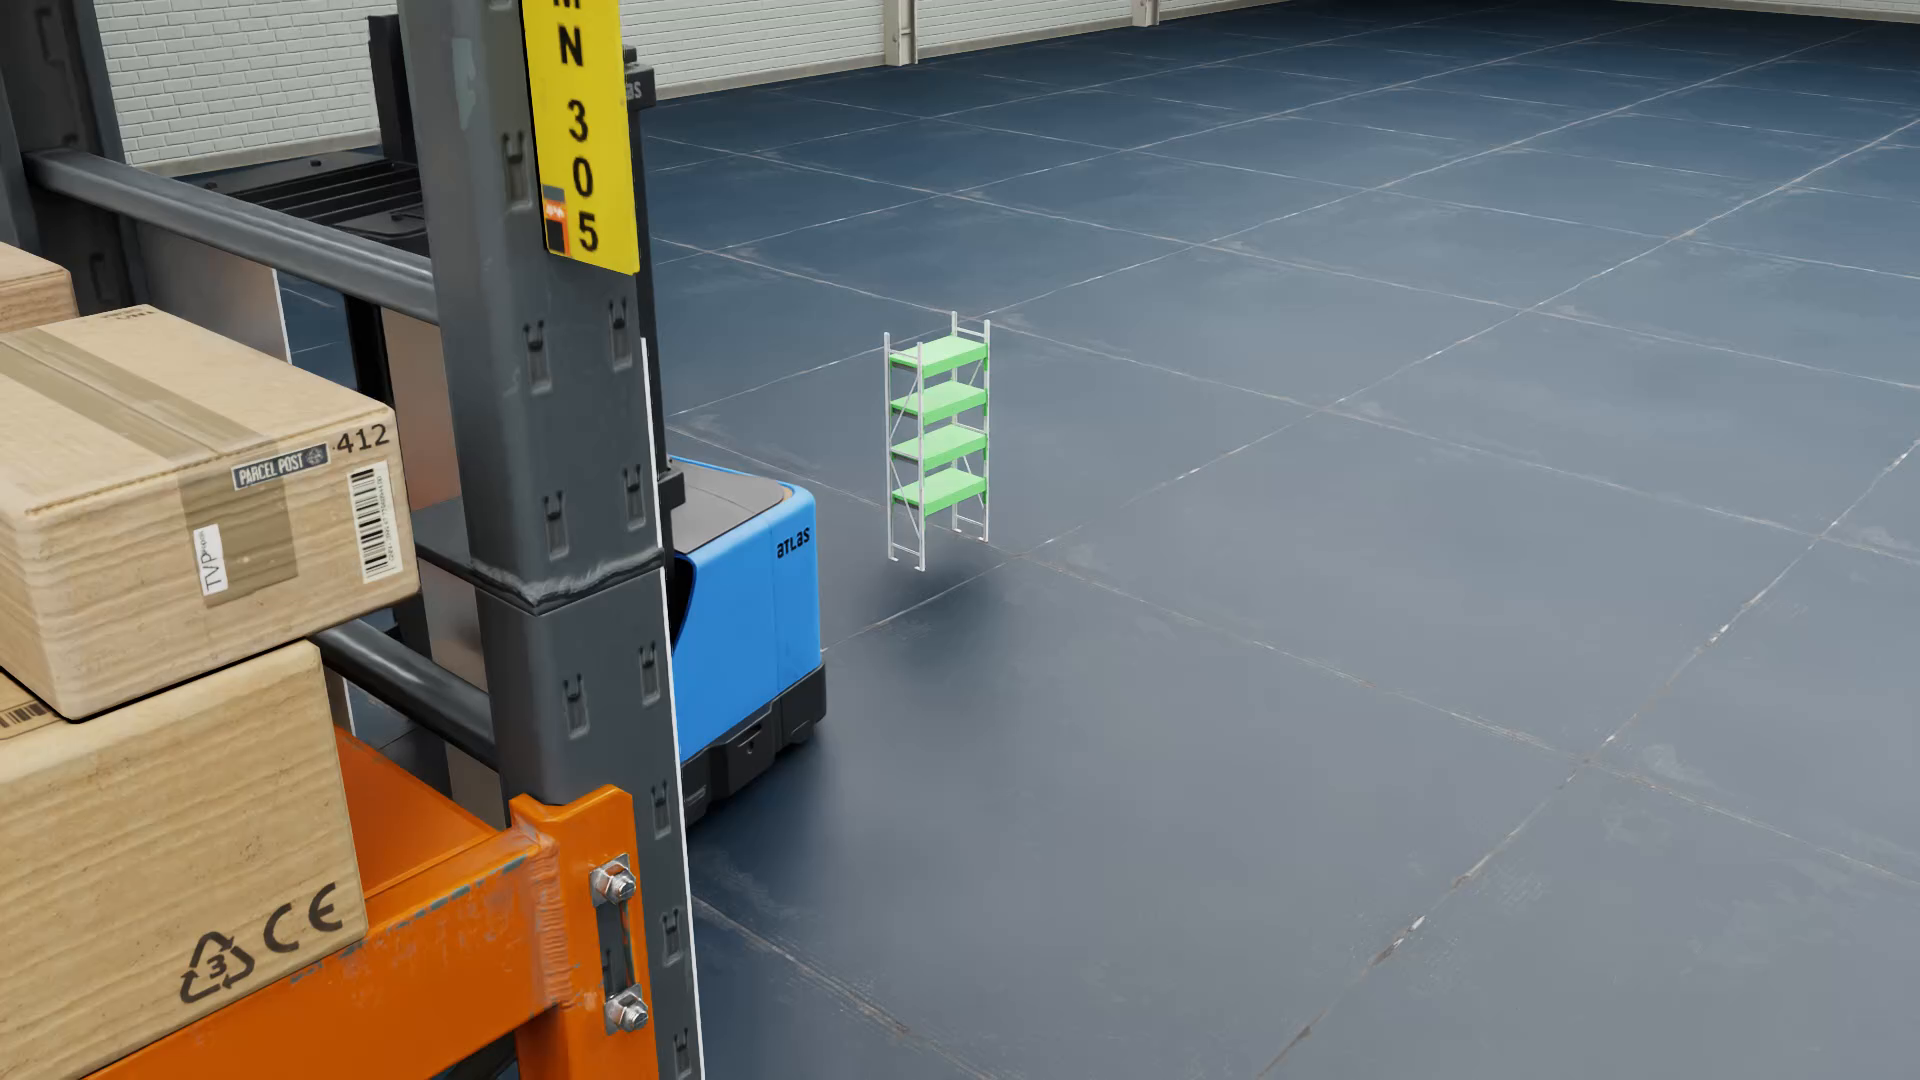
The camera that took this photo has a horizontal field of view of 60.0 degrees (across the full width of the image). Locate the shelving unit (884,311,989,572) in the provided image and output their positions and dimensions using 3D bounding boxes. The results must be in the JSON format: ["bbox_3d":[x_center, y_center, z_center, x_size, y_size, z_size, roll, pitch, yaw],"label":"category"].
[{"bbox_3d":[-0.110,-0.497,8.392,0.258,1.200,0.503,20,31,38],"label":"shelving unit"}]

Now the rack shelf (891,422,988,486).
[{"bbox_3d":[-0.110,-0.439,8.418,0.258,0.148,0.480,20,31,38],"label":"rack shelf"}]

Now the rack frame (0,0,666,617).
[{"bbox_3d":[-0.657,-1.465,1.018,1.000,3.000,0.127,20,31,38],"label":"rack frame"}]

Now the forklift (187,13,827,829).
[{"bbox_3d":[-1.746,-0.145,5.491,1.130,2.935,3.031,14,28,28],"label":"forklift"}]

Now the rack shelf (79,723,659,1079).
[{"bbox_3d":[-1.992,0.841,0.420,1.077,0.370,4.000,20,31,38],"label":"rack shelf"}]

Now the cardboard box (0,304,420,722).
[{"bbox_3d":[-0.610,-0.040,1.202,0.380,0.149,0.250,20,31,38],"label":"cardboard box"}]

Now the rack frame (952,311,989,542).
[{"bbox_3d":[0.052,-0.571,8.558,0.240,1.200,0.015,20,31,38],"label":"rack frame"}]

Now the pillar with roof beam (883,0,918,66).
[{"bbox_3d":[2.347,-9.868,19.759,9.100,9.000,0.400,20,31,38],"label":"pillar with roof beam"}]

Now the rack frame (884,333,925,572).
[{"bbox_3d":[-0.273,-0.423,8.226,0.240,1.200,0.015,20,31,38],"label":"rack frame"}]

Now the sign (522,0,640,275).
[{"bbox_3d":[-0.257,-0.343,1.099,0.100,0.325,0.005,20,31,38],"label":"sign"}]

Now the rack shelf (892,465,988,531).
[{"bbox_3d":[-0.110,-0.220,8.516,0.258,0.148,0.480,20,31,38],"label":"rack shelf"}]

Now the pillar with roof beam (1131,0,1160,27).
[{"bbox_3d":[6.352,-11.696,23.836,9.100,9.000,0.400,20,31,38],"label":"pillar with roof beam"}]

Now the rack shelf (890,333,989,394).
[{"bbox_3d":[-0.110,-0.877,8.222,0.258,0.148,0.480,20,31,38],"label":"rack shelf"}]

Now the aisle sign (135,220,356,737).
[{"bbox_3d":[-0.839,-0.015,1.939,0.394,0.787,0.004,20,31,38],"label":"aisle sign"}]

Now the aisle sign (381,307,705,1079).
[{"bbox_3d":[-0.393,0.149,1.573,0.394,0.787,0.004,20,31,38],"label":"aisle sign"}]

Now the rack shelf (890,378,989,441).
[{"bbox_3d":[-0.110,-0.658,8.320,0.258,0.148,0.480,20,31,38],"label":"rack shelf"}]

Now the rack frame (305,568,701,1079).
[{"bbox_3d":[-0.657,1.272,2.246,1.000,3.000,0.127,20,31,38],"label":"rack frame"}]

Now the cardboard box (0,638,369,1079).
[{"bbox_3d":[-0.790,0.188,1.180,0.500,0.250,0.500,21,32,39],"label":"cardboard box"}]

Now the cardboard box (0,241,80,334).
[{"bbox_3d":[-1.013,-0.189,1.535,0.380,0.149,0.250,20,31,37],"label":"cardboard box"}]
